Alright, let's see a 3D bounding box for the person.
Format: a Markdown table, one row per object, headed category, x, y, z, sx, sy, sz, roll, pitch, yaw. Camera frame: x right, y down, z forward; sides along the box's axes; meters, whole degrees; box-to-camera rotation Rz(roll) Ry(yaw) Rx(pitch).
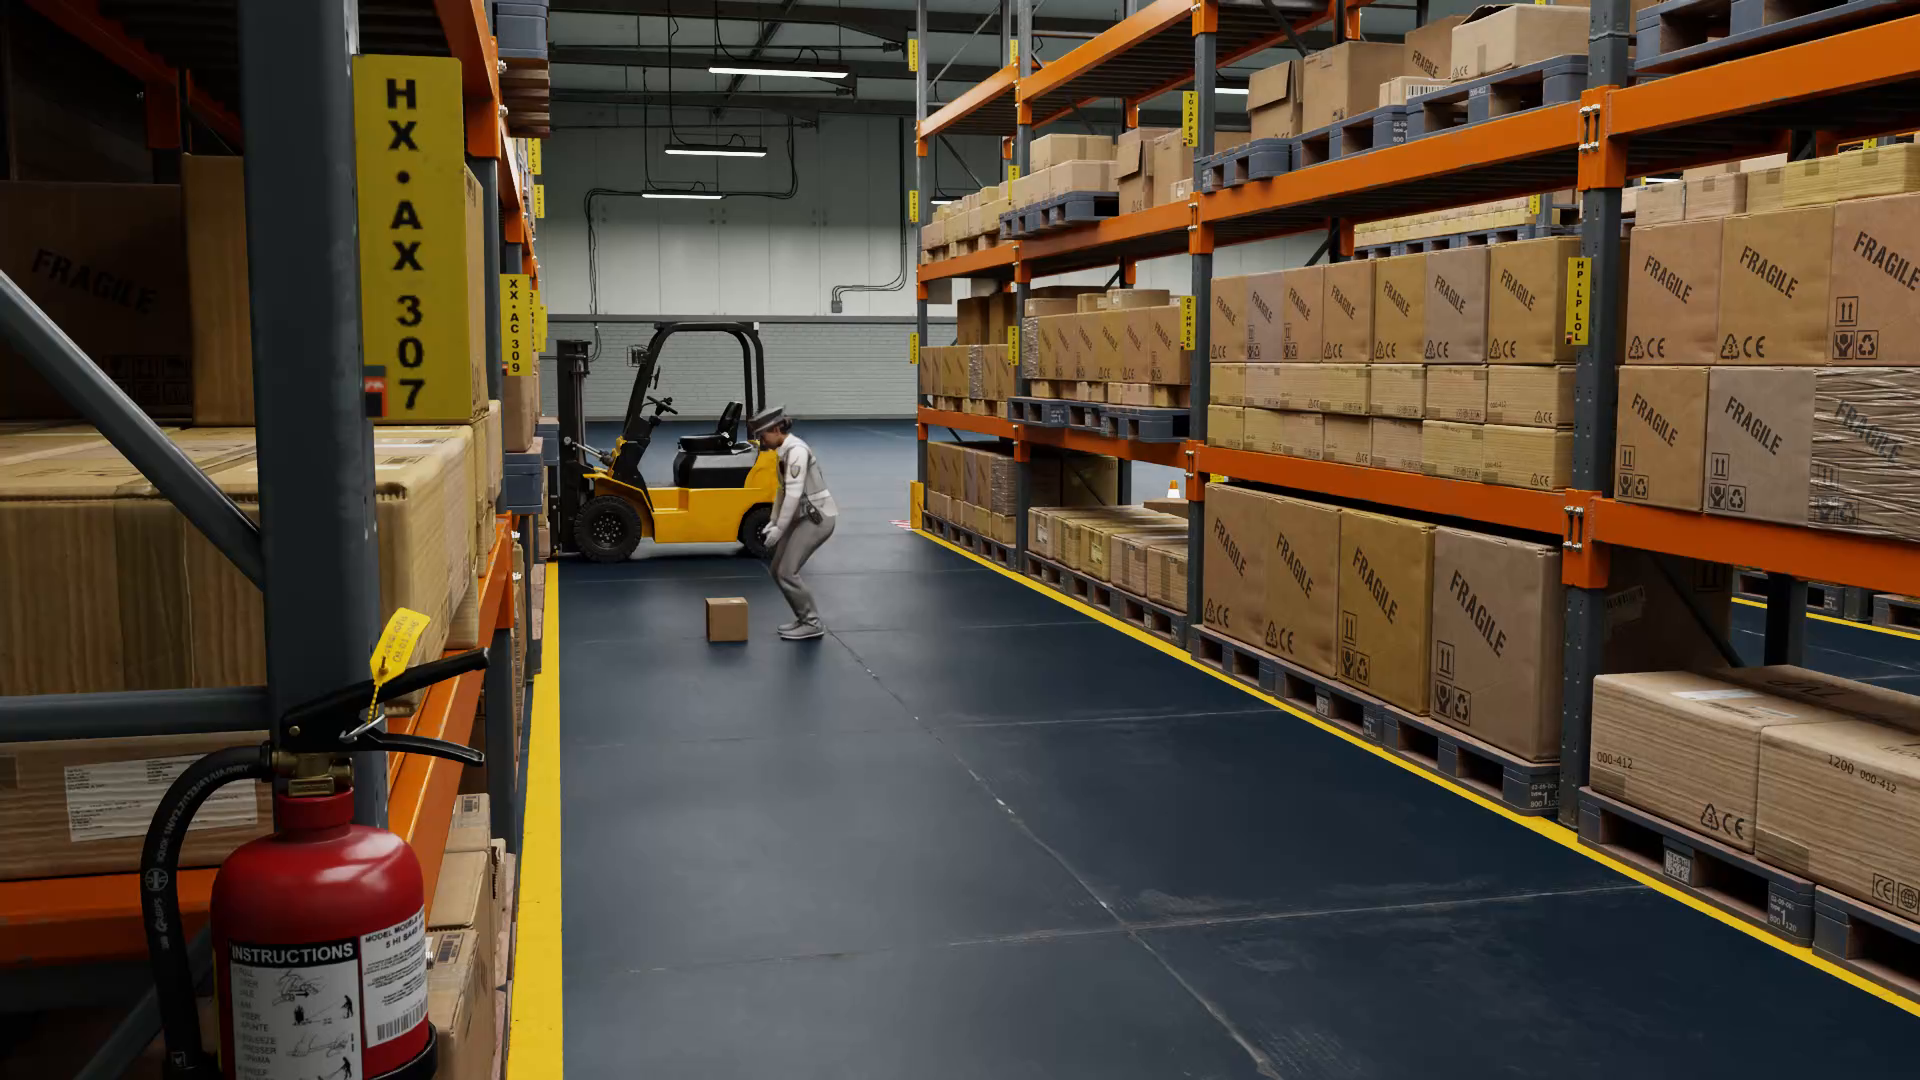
| category | x | y | z | sx | sy | sz | roll | pitch | yaw |
| --- | --- | --- | --- | --- | --- | --- | --- | --- | --- |
| person | -1.092 | -0.111 | 10.910 | 0.591 | 1.522 | 0.527 | -1 | 6 | -13 |
